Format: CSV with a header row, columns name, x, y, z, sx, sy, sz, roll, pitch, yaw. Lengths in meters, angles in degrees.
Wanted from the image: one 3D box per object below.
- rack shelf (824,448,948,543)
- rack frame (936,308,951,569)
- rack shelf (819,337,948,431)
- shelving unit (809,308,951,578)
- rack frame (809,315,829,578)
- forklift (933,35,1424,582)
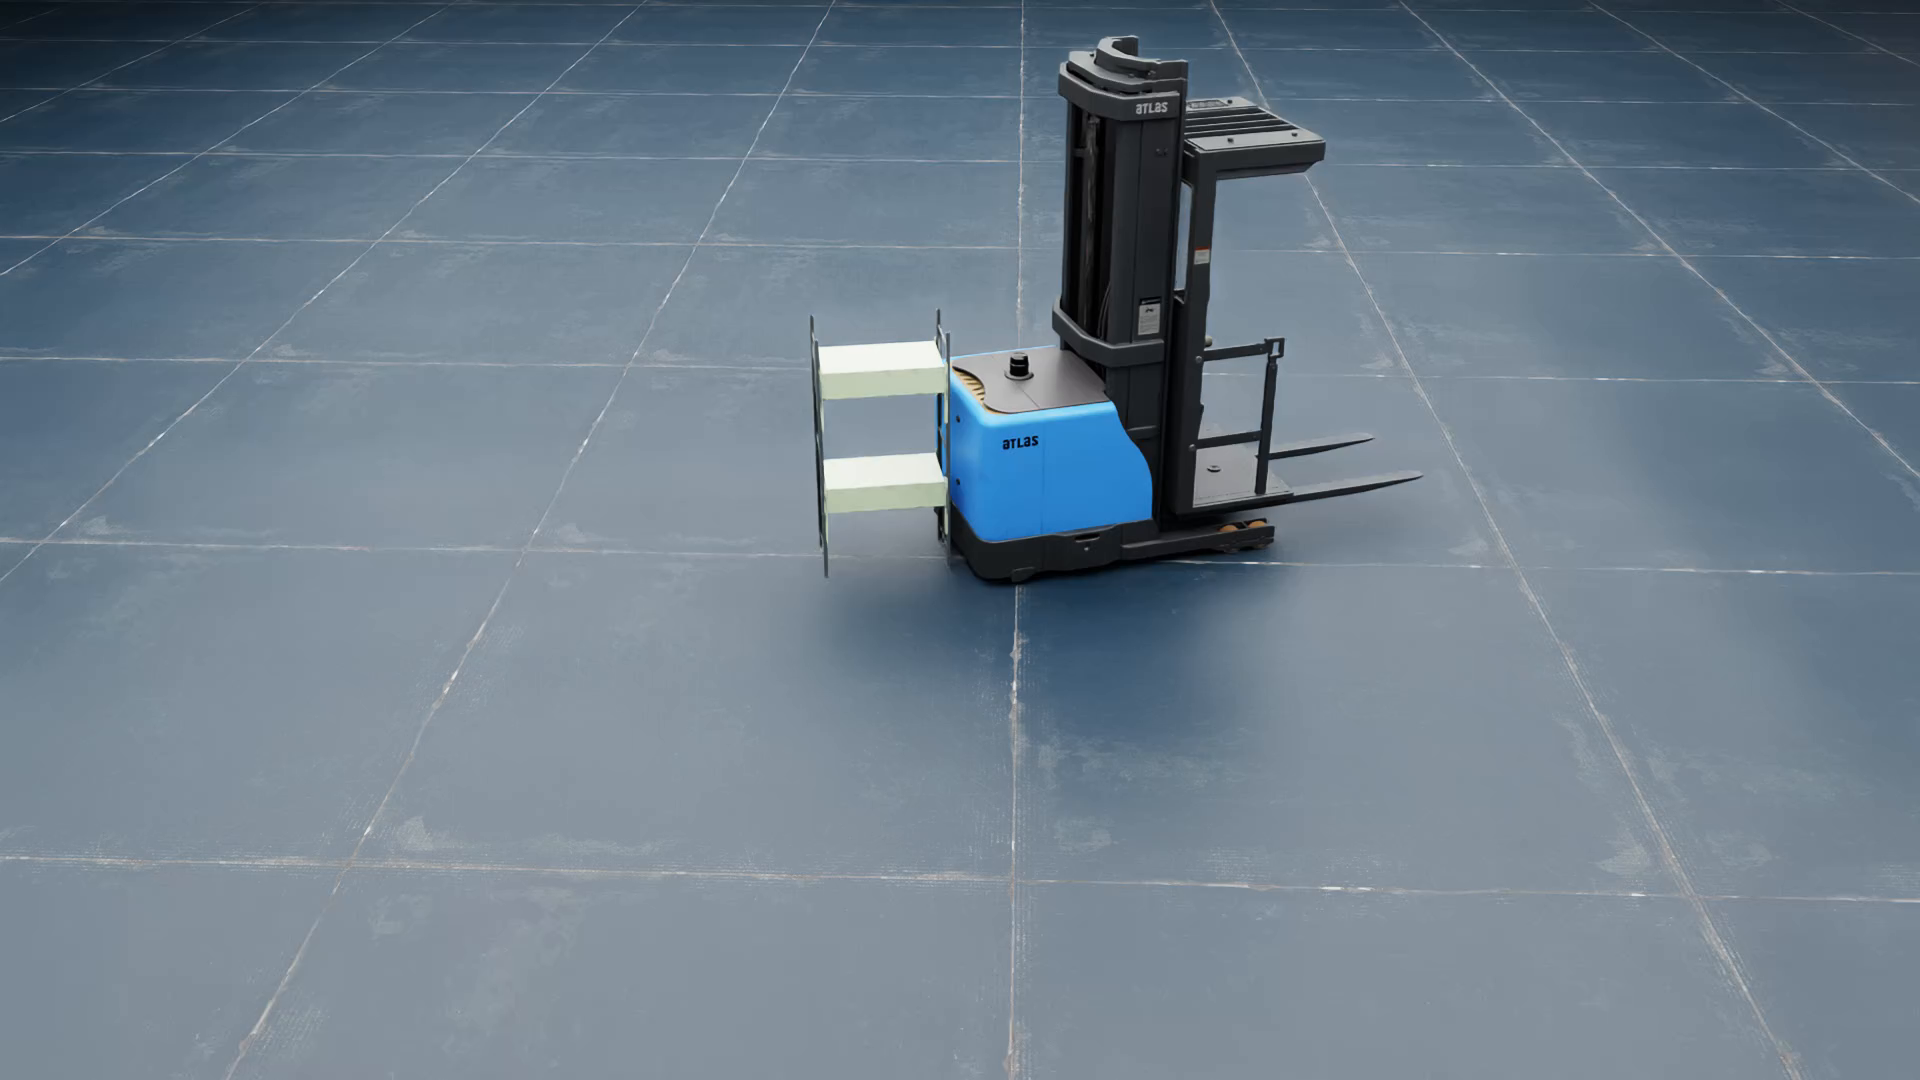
name,x,y,z,sx,sy,sz,roll,pitch,yaw
rack shelf,-0.458,-0.268,9.875,0.720,0.370,0.431,-4,28,-8
rack frame,-0.096,-0.582,9.771,0.023,1.500,0.400,-4,28,-8
rack shelf,-0.458,-0.901,9.539,0.720,0.370,0.431,-4,28,-8
shelving unit,-0.458,-0.556,9.722,0.755,1.500,0.431,-4,28,-8
rack frame,-0.820,-0.530,9.673,0.023,1.500,0.400,-4,28,-8
forklift,1.408,-1.441,9.864,3.031,2.935,1.130,-9,29,-16
